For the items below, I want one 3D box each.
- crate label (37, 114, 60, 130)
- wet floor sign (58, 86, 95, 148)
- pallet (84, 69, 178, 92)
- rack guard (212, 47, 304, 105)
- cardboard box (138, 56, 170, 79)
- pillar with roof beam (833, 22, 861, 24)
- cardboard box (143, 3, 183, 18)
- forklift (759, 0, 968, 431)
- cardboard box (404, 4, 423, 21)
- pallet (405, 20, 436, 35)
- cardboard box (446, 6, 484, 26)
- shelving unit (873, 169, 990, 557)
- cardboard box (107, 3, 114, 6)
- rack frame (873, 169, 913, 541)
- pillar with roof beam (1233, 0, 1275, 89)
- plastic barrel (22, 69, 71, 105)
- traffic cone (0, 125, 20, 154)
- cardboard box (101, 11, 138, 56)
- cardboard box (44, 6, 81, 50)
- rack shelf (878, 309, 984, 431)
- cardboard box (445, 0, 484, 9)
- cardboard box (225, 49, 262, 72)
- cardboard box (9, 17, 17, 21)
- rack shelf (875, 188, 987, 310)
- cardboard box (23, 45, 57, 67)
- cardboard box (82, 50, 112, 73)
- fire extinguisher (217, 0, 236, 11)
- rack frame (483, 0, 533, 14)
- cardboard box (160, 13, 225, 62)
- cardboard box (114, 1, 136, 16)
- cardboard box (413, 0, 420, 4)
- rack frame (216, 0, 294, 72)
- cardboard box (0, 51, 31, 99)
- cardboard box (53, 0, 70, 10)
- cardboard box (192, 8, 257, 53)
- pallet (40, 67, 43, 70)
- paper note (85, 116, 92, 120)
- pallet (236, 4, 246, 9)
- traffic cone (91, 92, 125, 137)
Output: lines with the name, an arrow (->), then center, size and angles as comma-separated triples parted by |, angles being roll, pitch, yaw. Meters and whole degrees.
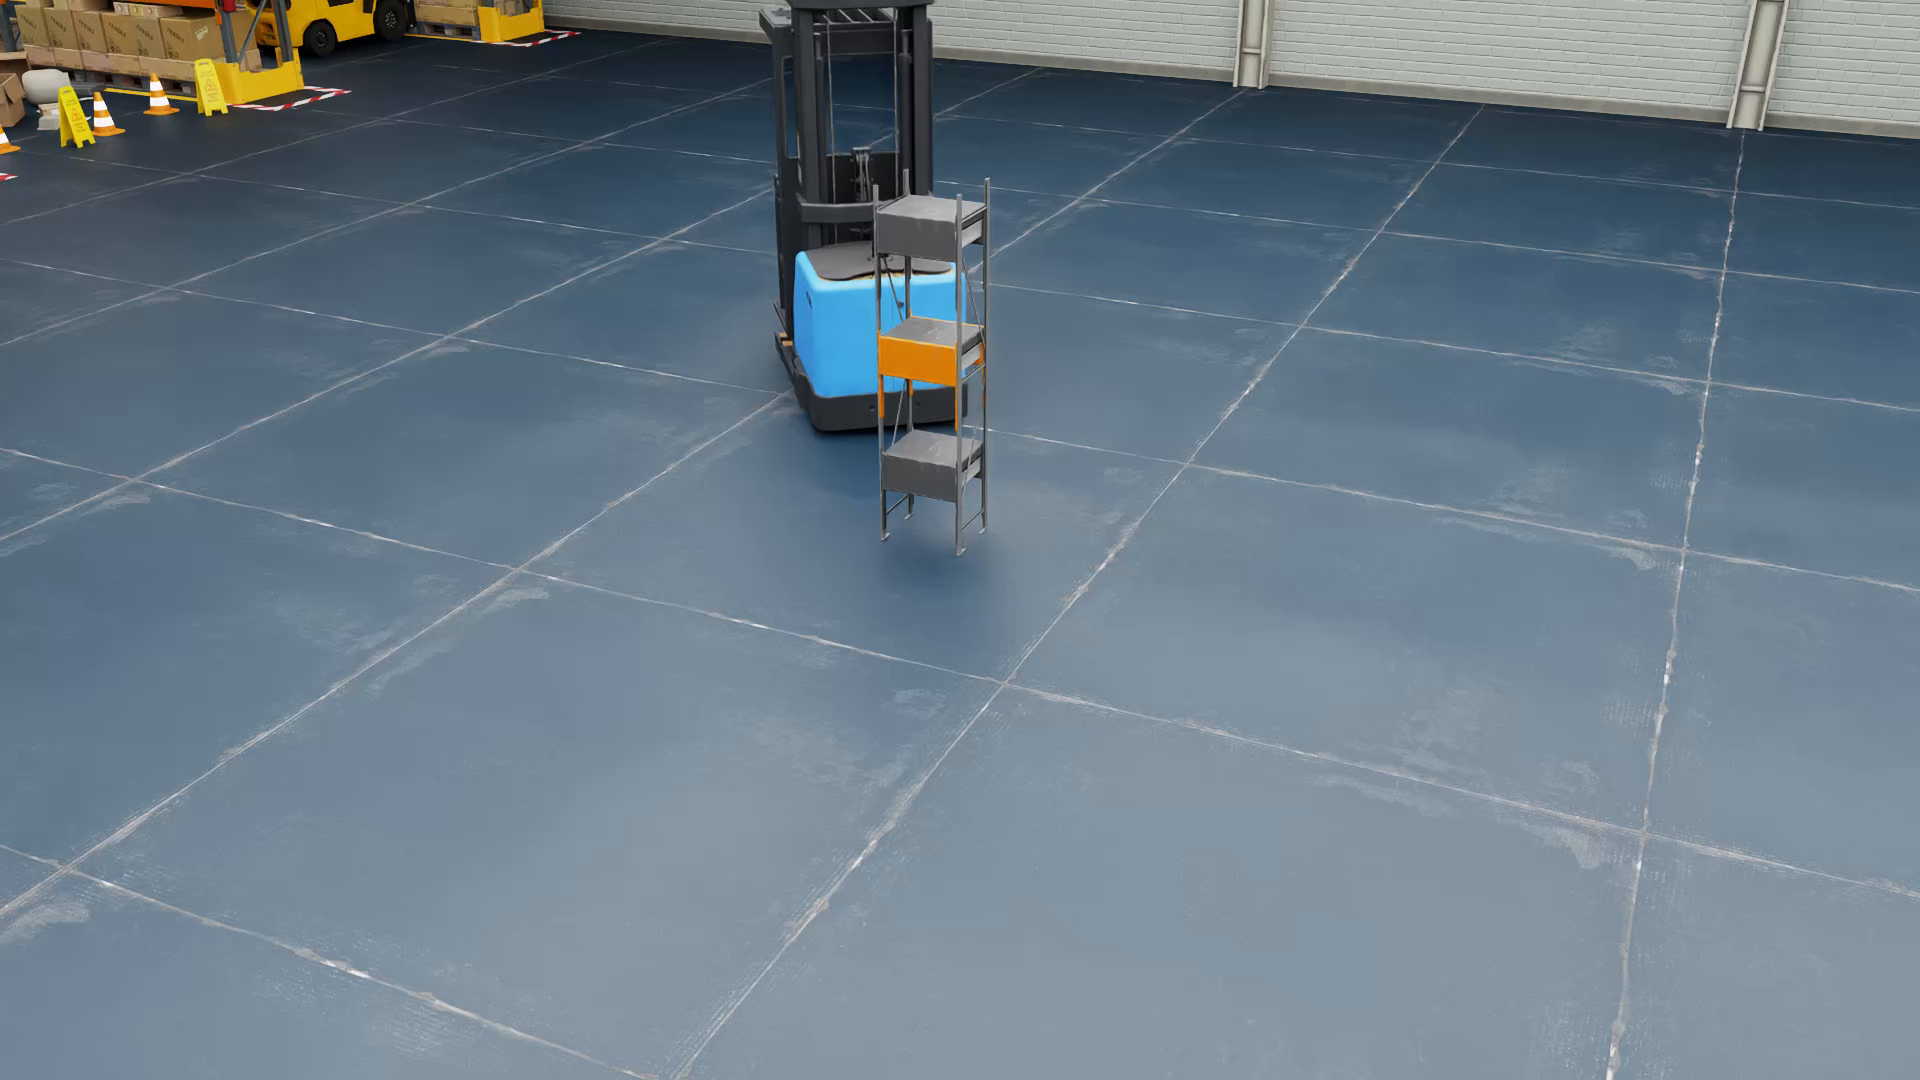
crate label -> -10.700, -4.930, 19.609 | 0.298, 0.136, 0.250 | -2, 26, -5
wet floor sign -> -9.994, -4.770, 18.708 | 0.232, 0.644, 0.267 | 6, 27, 13
pallet -> -10.784, -6.194, 22.091 | 1.213, 0.211, 1.003 | 11, 28, 22
rack guard -> -8.952, -5.937, 21.243 | 0.348, 0.500, 1.175 | 11, 28, 22
cardboard box -> -10.199, -6.137, 21.456 | 0.500, 0.250, 0.500 | 11, 28, 22
pillar with roof beam -> -3.413, -9.394, 18.643 | 0.400, 9.000, 9.100 | 11, 28, 22
cardboard box -> -10.082, -6.708, 21.034 | 0.250, 0.149, 0.380 | 12, 29, 23
forklift -> -0.784, -2.669, 11.852 | 1.130, 2.935, 3.031 | -6, 27, -12
cardboard box -> -8.291, -8.144, 25.534 | 0.500, 0.250, 0.500 | 12, 29, 22
pallet -> -8.652, -8.137, 26.037 | 1.213, 0.211, 1.003 | 11, 28, 22
cardboard box -> -7.390, -7.955, 25.148 | 0.500, 0.250, 0.500 | 12, 28, 22
shelving unit -> -0.151, -0.972, 9.348 | 0.503, 2.100, 0.431 | 11, 28, 22
cardboard box -> -10.946, -6.882, 22.120 | 0.500, 0.500, 0.500 | 13, 29, 24
rack frame -> -0.373, -1.017, 9.438 | 0.015, 2.100, 0.400 | 11, 28, 22
pillar with roof beam -> 2.049, -8.297, 16.415 | 0.400, 9.000, 9.100 | 11, 28, 22
plastic barrel -> -11.390, -5.658, 20.762 | 0.512, 0.421, 0.421 | -12, 29, -23
traffic cone -> -10.736, -4.566, 18.499 | 0.334, 0.463, 0.336 | 11, 28, 22
cardboard box -> -10.653, -6.566, 21.480 | 0.500, 0.500, 0.500 | 11, 28, 21
cardboard box -> -11.607, -6.757, 21.868 | 0.500, 0.500, 0.500 | 13, 29, 24
rack shelf -> -0.151, -0.960, 9.354 | 0.480, 0.518, 0.431 | 11, 28, 22
cardboard box -> -7.404, -8.183, 25.047 | 0.500, 0.250, 0.500 | 11, 28, 21
cardboard box -> -9.503, -6.258, 21.702 | 0.500, 0.250, 0.500 | 11, 28, 21
cardboard box -> -13.659, -7.010, 23.092 | 0.625, 0.372, 0.950 | 13, 29, 25
rack shelf -> -0.151, -1.588, 9.045 | 0.480, 0.518, 0.431 | 11, 28, 22
cardboard box -> -12.099, -6.514, 22.223 | 0.500, 0.250, 0.500 | 10, 28, 19
cardboard box -> -11.124, -6.325, 21.839 | 0.500, 0.250, 0.500 | 11, 28, 21
fire extinguisher -> -8.970, -6.804, 20.260 | 0.183, 0.674, 0.296 | 11, 28, 22
rack frame -> -6.832, -9.041, 24.717 | 0.127, 3.000, 1.000 | 11, 28, 22
cardboard box -> -9.720, -6.377, 21.096 | 0.500, 0.500, 0.500 | 12, 28, 22
cardboard box -> -10.549, -6.805, 21.229 | 0.250, 0.149, 0.380 | 13, 29, 24
cardboard box -> -8.335, -8.365, 25.417 | 0.500, 0.250, 0.500 | 11, 28, 21
rack frame -> -8.883, -7.044, 20.662 | 0.127, 3.000, 1.000 | 11, 28, 22
cardboard box -> -12.112, -5.912, 21.190 | 0.500, 0.500, 0.500 | -12, 29, -23
cardboard box -> -11.541, -7.001, 21.629 | 0.250, 0.149, 0.380 | 13, 29, 24
cardboard box -> -9.525, -6.598, 21.545 | 0.500, 0.500, 0.500 | 10, 28, 20
pallet -> -13.234, -6.667, 23.052 | 1.213, 0.211, 1.003 | 11, 28, 22
paper note -> -10.568, -5.085, 20.043 | 0.142, 0.019, 0.148 | 2, 26, 4
pallet -> -11.160, -8.640, 27.060 | 1.213, 0.211, 1.003 | 11, 28, 22
traffic cone -> -9.958, -4.958, 19.296 | 0.334, 0.463, 0.336 | 11, 28, 22
